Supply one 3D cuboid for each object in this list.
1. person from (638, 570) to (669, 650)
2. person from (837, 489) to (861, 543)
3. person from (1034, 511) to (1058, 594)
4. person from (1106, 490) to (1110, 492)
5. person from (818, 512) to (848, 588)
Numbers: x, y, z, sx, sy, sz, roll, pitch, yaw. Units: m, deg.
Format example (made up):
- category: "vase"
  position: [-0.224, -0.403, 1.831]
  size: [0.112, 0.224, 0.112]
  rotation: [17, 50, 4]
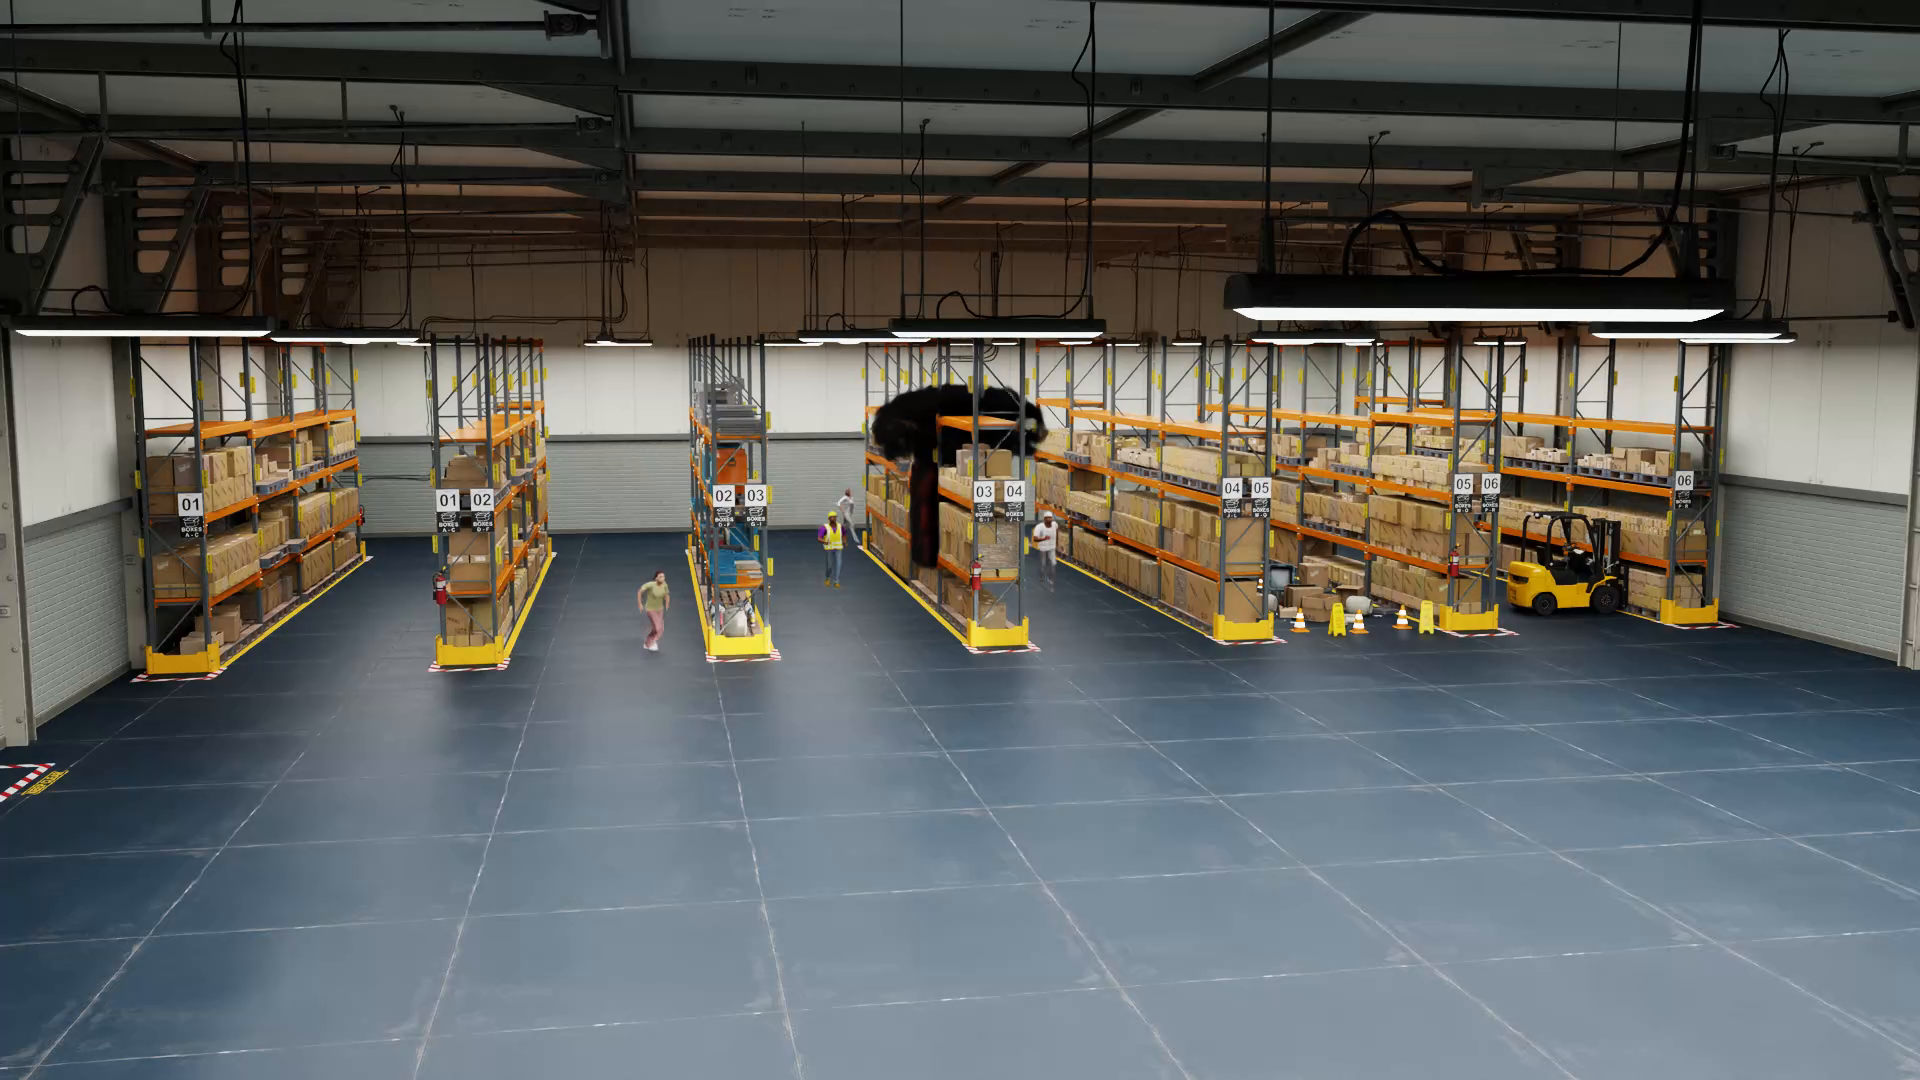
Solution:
- category: "person"
  position: [-5.790, 1.331, 31.545]
  size: [0.599, 1.556, 0.608]
  rotation: [-6, 9, -41]
- category: "person"
  position: [-3.393, -0.730, 49.562]
  size: [1.016, 1.616, 0.496]
  rotation: [3, 7, 21]
- category: "person"
  position: [1.976, 0.267, 37.781]
  size: [0.728, 1.865, 0.804]
  rotation: [-3, 7, -22]
- category: "person"
  position: [4.366, -0.986, 51.040]
  size: [0.595, 1.734, 0.660]
  rotation: [-4, 8, -34]
- category: "person"
  position: [-2.888, 0.222, 38.011]
  size: [0.714, 1.751, 0.725]
  rotation: [-2, 7, -19]
